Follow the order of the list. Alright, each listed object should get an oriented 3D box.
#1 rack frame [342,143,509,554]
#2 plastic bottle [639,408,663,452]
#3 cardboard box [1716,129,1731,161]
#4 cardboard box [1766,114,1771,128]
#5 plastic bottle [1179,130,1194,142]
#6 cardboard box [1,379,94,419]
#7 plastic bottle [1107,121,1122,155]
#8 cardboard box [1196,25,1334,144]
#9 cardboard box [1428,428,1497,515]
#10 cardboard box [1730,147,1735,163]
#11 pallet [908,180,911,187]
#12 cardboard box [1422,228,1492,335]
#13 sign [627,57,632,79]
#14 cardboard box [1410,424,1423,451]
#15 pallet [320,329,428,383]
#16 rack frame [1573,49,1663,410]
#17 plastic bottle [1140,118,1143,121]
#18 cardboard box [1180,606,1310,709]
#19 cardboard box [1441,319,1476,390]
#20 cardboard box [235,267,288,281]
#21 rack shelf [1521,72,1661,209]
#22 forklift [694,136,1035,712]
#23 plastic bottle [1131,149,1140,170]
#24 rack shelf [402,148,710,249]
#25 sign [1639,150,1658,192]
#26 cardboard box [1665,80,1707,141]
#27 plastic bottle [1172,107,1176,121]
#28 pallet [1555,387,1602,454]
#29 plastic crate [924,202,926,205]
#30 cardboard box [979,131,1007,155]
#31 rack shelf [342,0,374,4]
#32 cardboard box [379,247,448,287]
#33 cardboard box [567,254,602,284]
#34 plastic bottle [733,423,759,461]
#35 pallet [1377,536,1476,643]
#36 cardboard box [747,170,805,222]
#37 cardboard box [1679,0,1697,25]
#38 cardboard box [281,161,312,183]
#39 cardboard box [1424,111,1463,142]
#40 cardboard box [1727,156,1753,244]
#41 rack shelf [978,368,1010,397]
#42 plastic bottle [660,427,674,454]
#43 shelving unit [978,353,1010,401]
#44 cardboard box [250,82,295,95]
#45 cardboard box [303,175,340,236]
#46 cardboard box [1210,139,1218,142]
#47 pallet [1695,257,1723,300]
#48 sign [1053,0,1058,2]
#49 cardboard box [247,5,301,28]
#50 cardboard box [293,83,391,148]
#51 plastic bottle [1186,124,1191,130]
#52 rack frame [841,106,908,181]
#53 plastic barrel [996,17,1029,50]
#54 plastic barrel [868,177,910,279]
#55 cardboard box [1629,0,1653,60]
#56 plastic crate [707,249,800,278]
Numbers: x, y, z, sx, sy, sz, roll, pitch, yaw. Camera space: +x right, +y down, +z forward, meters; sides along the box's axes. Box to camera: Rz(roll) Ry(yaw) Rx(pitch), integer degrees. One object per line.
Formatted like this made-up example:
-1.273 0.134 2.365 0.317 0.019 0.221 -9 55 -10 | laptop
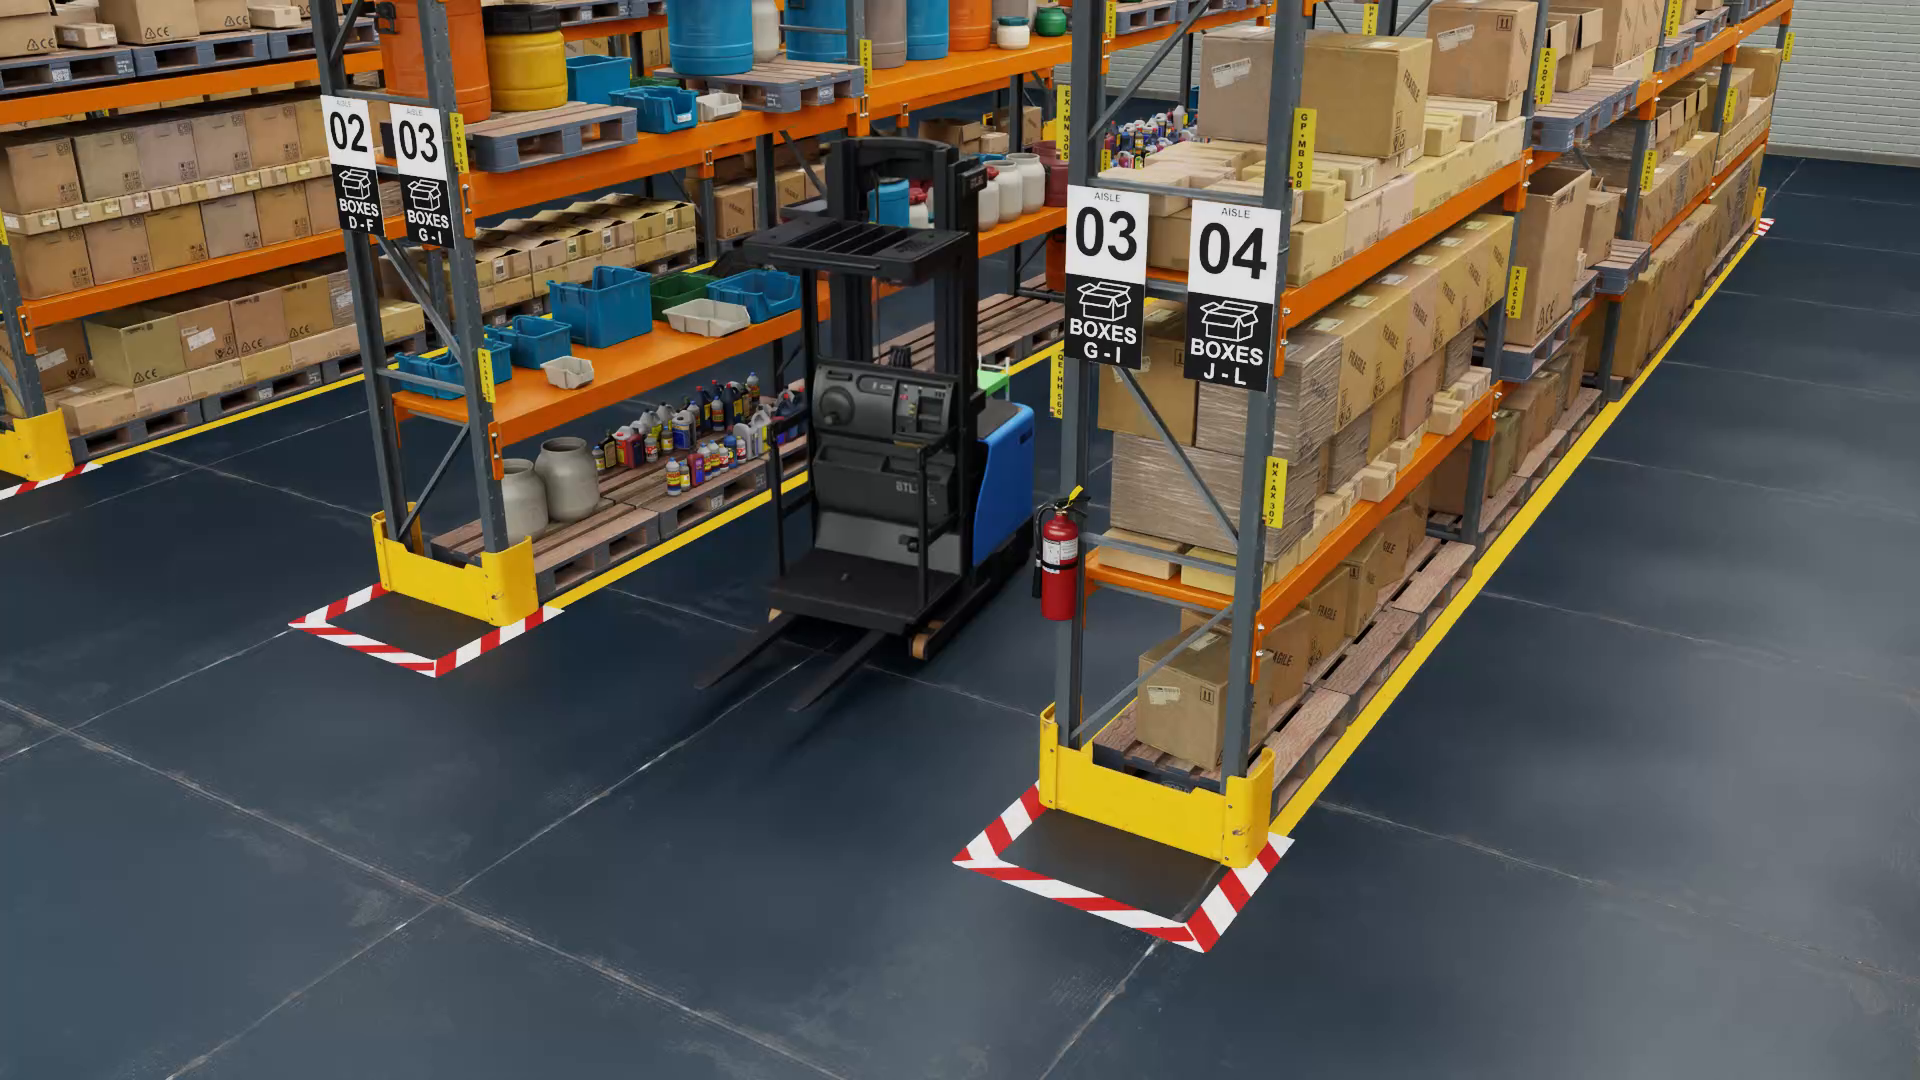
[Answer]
-3.277 -0.965 10.204 1.000 3.000 0.127 14 27 29 | rack frame
-2.367 -0.846 12.710 0.144 0.351 0.185 15 28 31 | plastic bottle
7.731 -4.149 17.372 0.500 0.250 0.500 13 27 28 | cardboard box
9.463 -5.023 19.894 0.380 0.149 0.250 14 27 30 | cardboard box
2.468 -4.341 18.157 0.152 0.276 0.135 14 27 29 | plastic bottle
-7.451 -1.178 13.629 0.500 0.250 0.500 14 27 29 | cardboard box
1.684 -4.407 18.216 0.144 0.351 0.185 14 27 29 | plastic bottle
1.534 -2.292 8.363 0.500 0.500 0.500 14 27 29 | cardboard box
3.383 -0.535 11.803 0.700 0.500 0.500 12 26 25 | cardboard box
8.114 -4.159 17.898 0.380 0.149 0.250 13 27 28 | cardboard box
-0.790 -5.007 23.050 1.003 0.211 1.213 14 27 29 | pallet
2.775 -1.540 9.773 0.500 0.500 0.500 14 27 29 | cardboard box
-3.729 -5.310 18.883 0.100 0.325 0.005 14 27 29 | sign
2.476 -0.616 9.714 0.380 0.149 0.250 14 27 29 | cardboard box
-5.828 -1.815 15.678 1.003 0.211 1.213 14 27 29 | pallet
5.151 -2.627 14.044 1.000 3.000 0.127 14 27 29 | rack frame
2.029 -4.628 18.811 0.061 0.283 0.133 14 27 29 | plastic bottle
1.561 0.611 9.181 0.500 0.500 0.500 -20 31 -39 | cardboard box
2.751 -1.321 10.525 0.875 0.500 0.500 14 27 29 | cardboard box
-6.411 -2.201 15.048 0.500 0.500 0.500 14 27 29 | cardboard box
4.096 -2.999 12.031 1.077 0.370 4.000 14 27 29 | rack shelf
-0.559 -0.811 9.934 1.130 2.935 3.031 10 25 22 | forklift
1.799 -3.882 17.088 0.061 0.283 0.133 14 27 29 | plastic bottle
-4.318 -3.700 17.426 1.077 0.370 4.000 14 27 29 | rack shelf
5.617 -3.012 13.574 0.100 0.325 0.005 14 27 29 | sign
6.931 -4.266 16.441 0.797 0.503 0.637 13 27 28 | cardboard box
2.497 -4.928 19.504 0.061 0.283 0.133 14 27 29 | plastic bottle
4.737 -1.084 13.989 1.003 0.211 1.213 14 27 29 | pallet
-0.488 -2.865 14.859 0.450 0.188 0.662 14 27 29 | plastic crate
0.353 -5.795 24.269 0.500 0.250 0.500 14 27 29 | cardboard box
-8.529 -6.113 19.225 1.077 0.370 4.000 14 27 29 | rack shelf
-5.403 -2.740 16.529 0.500 0.311 0.500 14 27 29 | cardboard box
-4.139 -2.889 17.580 0.500 0.250 0.500 14 27 30 | cardboard box
-1.622 -0.762 12.609 0.152 0.276 0.135 14 27 30 | plastic bottle
2.717 0.236 10.938 1.003 0.211 1.213 14 27 29 | pallet
-2.240 -4.199 20.267 0.500 0.500 0.500 13 27 28 | cardboard box
6.210 -4.938 14.947 0.797 0.503 0.637 13 27 28 | cardboard box
-5.873 -3.218 14.467 0.380 0.149 0.250 14 27 29 | cardboard box
2.515 -2.254 9.092 0.380 0.149 0.250 15 28 31 | cardboard box
8.621 -4.005 19.372 0.875 0.875 0.875 14 27 29 | cardboard box
0.130 -1.049 11.616 0.258 0.148 0.480 11 26 24 | rack shelf
-2.241 -0.767 12.715 0.097 0.201 0.097 0 23 0 | plastic bottle
0.130 -0.668 11.782 0.258 1.200 0.503 11 26 24 | shelving unit
-8.351 -5.403 19.776 0.700 0.500 0.500 14 27 29 | cardboard box
-5.874 -3.070 14.940 0.700 0.500 0.500 14 27 28 | cardboard box
1.505 -2.015 8.540 0.380 0.149 0.250 12 26 26 | cardboard box
7.728 -2.938 18.271 1.003 0.211 1.213 14 27 29 | pallet
1.418 -7.958 24.502 0.100 0.325 0.005 14 27 29 | sign
-5.777 -4.408 13.993 0.380 0.149 0.250 14 27 29 | cardboard box
-5.602 -3.845 15.097 0.700 0.500 0.500 14 27 29 | cardboard box
2.545 -4.482 18.489 0.097 0.271 0.097 0 23 0 | plastic bottle
-1.153 -6.055 21.961 1.000 3.000 0.127 14 27 29 | rack frame
0.471 -4.500 14.768 0.301 0.262 0.301 0 23 0 | plastic barrel
-0.706 -2.612 13.378 0.600 0.901 0.708 14 27 29 | plastic barrel
4.851 -3.891 12.430 0.500 0.500 0.500 14 27 29 | cardboard box
-1.551 -2.137 12.988 0.767 0.338 0.504 14 27 29 | plastic crate
